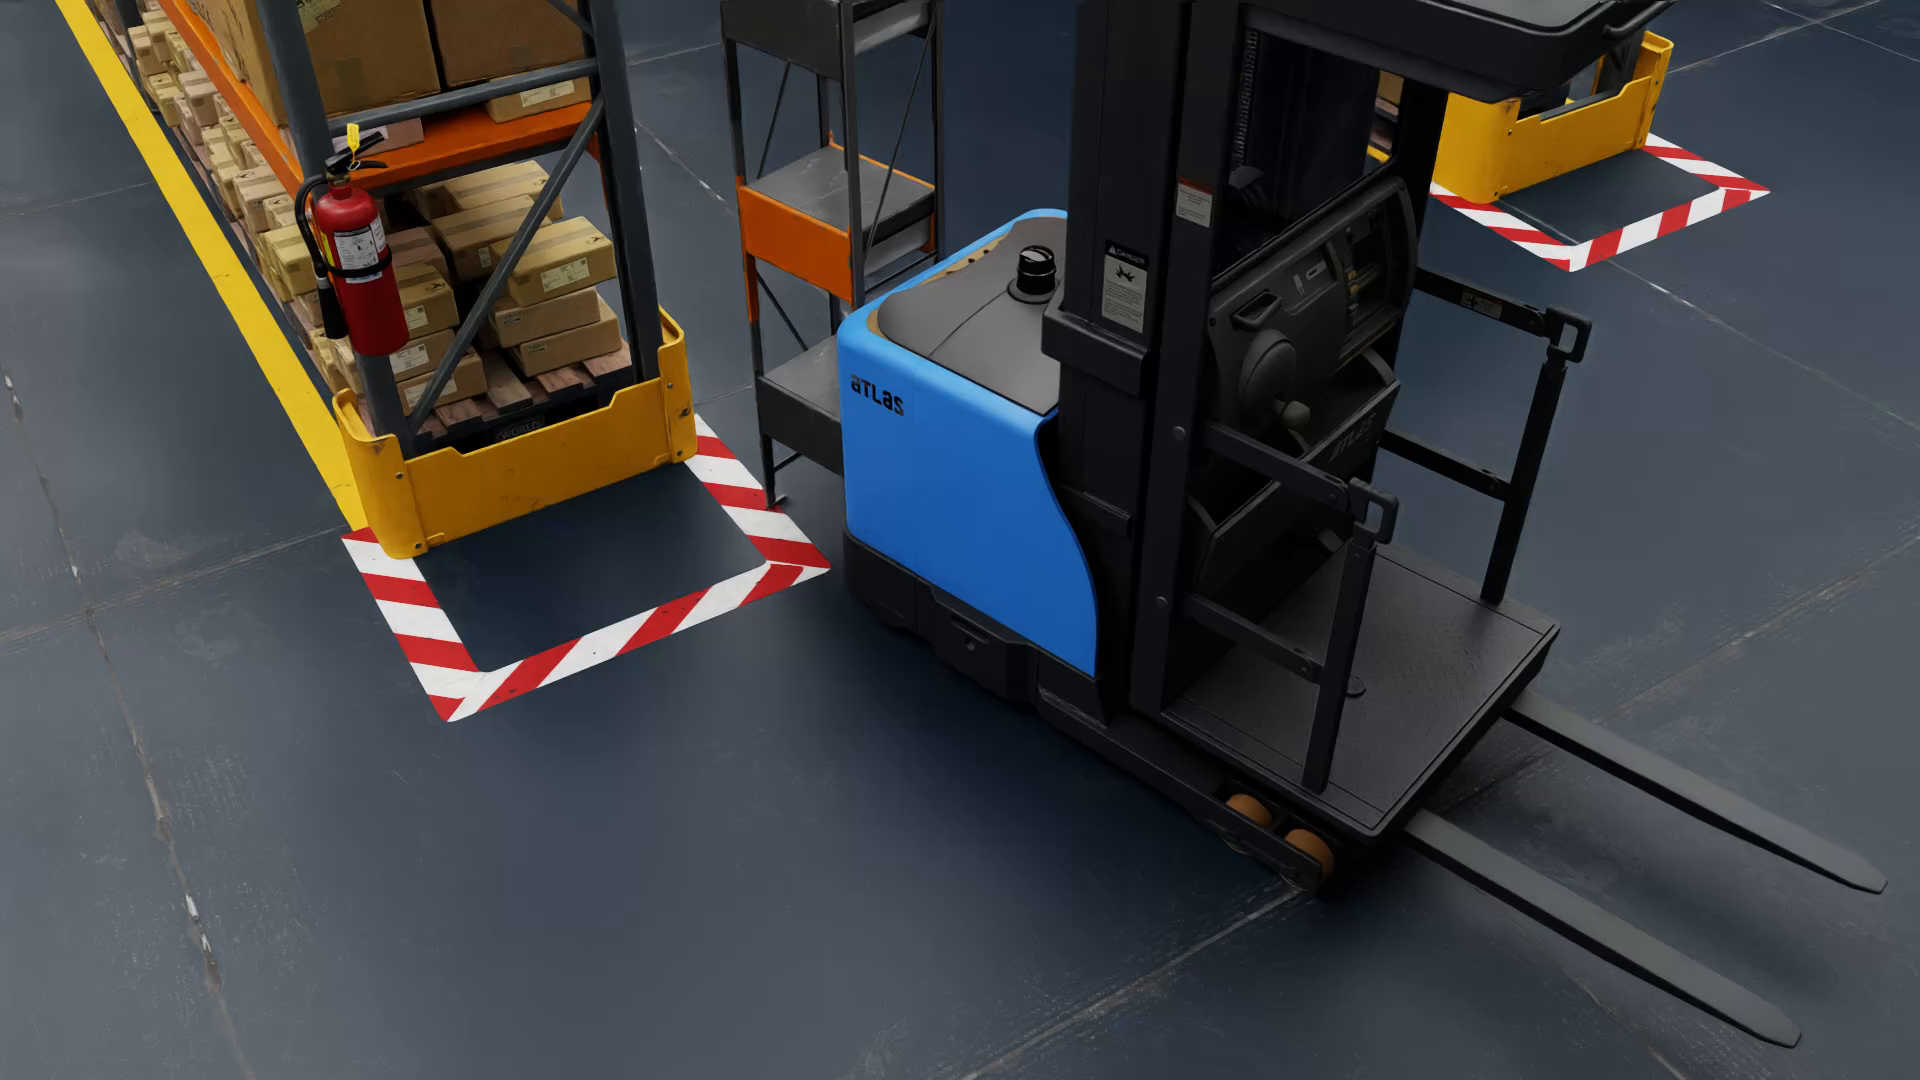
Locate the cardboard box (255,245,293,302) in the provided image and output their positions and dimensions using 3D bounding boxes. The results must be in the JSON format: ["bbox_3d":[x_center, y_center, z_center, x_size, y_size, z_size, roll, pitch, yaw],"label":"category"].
[{"bbox_3d":[-2.573,-1.122,6.652,0.380,0.149,0.250,-24,46,-26],"label":"cardboard box"}]

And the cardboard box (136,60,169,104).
[{"bbox_3d":[-3.713,-2.240,7.994,0.380,0.149,0.250,-24,46,-26],"label":"cardboard box"}]

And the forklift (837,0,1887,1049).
[{"bbox_3d":[1.063,-0.545,4.115,3.031,2.935,1.130,29,48,30],"label":"forklift"}]

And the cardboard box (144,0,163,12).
[{"bbox_3d":[-3.628,-2.519,7.864,0.380,0.149,0.250,-20,44,-23],"label":"cardboard box"}]

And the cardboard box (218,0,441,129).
[{"bbox_3d":[-1.946,-1.629,5.051,0.500,0.500,0.500,-21,44,-24],"label":"cardboard box"}]

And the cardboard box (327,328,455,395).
[{"bbox_3d":[-2.012,-0.689,5.901,0.380,0.149,0.250,-23,45,-25],"label":"cardboard box"}]

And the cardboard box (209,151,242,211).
[{"bbox_3d":[-2.876,-1.528,6.907,0.380,0.149,0.250,-22,44,-24],"label":"cardboard box"}]

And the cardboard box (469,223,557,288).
[{"bbox_3d":[-1.652,-1.041,6.323,0.380,0.149,0.250,-22,45,-25],"label":"cardboard box"}]

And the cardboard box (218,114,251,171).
[{"bbox_3d":[-2.809,-1.666,6.841,0.380,0.149,0.250,-22,45,-24],"label":"cardboard box"}]

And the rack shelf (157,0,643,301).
[{"bbox_3d":[-2.563,-2.125,6.519,1.077,0.370,4.000,-22,45,-24],"label":"rack shelf"}]

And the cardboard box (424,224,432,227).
[{"bbox_3d":[-2.111,-1.307,6.874,0.380,0.149,0.250,-22,45,-24],"label":"cardboard box"}]

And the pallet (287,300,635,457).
[{"bbox_3d":[-1.935,-0.743,6.476,1.003,0.211,1.213,-22,45,-24],"label":"pallet"}]

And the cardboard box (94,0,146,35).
[{"bbox_3d":[-4.249,-2.995,8.626,0.500,0.500,0.500,-23,45,-25],"label":"cardboard box"}]

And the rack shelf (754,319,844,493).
[{"bbox_3d":[-0.365,-0.363,5.661,0.480,0.518,0.431,29,48,30],"label":"rack shelf"}]

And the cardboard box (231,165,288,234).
[{"bbox_3d":[-2.596,-1.354,6.466,0.380,0.149,0.250,-21,44,-23],"label":"cardboard box"}]

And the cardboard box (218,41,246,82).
[{"bbox_3d":[-2.308,-1.712,5.657,0.380,0.149,0.250,-21,44,-23],"label":"cardboard box"}]

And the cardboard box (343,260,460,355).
[{"bbox_3d":[-1.986,-0.815,5.820,0.380,0.149,0.250,-22,44,-24],"label":"cardboard box"}]

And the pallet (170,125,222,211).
[{"bbox_3d":[-3.247,-2.060,8.057,1.003,0.211,1.213,-22,45,-24],"label":"pallet"}]

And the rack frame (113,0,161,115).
[{"bbox_3d":[-3.638,-3.481,7.585,1.000,3.000,0.127,-22,45,-24],"label":"rack frame"}]

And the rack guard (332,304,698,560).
[{"bbox_3d":[-1.528,-0.403,5.843,1.175,0.500,0.348,-22,45,-24],"label":"rack guard"}]

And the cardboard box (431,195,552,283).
[{"bbox_3d":[-1.732,-1.124,6.190,0.380,0.149,0.250,-21,44,-24],"label":"cardboard box"}]

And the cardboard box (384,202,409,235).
[{"bbox_3d":[-2.351,-1.150,6.453,0.380,0.149,0.250,-23,45,-25],"label":"cardboard box"}]

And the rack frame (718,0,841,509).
[{"bbox_3d":[-0.549,-1.015,5.327,0.015,2.100,0.400,29,48,30],"label":"rack frame"}]

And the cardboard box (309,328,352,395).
[{"bbox_3d":[-2.170,-0.705,6.151,0.380,0.149,0.250,-21,44,-23],"label":"cardboard box"}]

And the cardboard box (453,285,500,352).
[{"bbox_3d":[-1.709,-0.894,6.379,0.380,0.149,0.250,-22,45,-25],"label":"cardboard box"}]

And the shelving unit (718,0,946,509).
[{"bbox_3d":[-0.365,-0.912,5.204,0.503,2.100,0.431,29,48,30],"label":"shelving unit"}]

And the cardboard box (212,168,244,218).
[{"bbox_3d":[-2.981,-1.554,7.171,0.380,0.149,0.250,-23,45,-26],"label":"cardboard box"}]

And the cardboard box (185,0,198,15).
[{"bbox_3d":[-2.499,-2.179,5.711,0.500,0.500,0.500,-22,45,-24],"label":"cardboard box"}]

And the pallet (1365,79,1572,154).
[{"bbox_3d":[2.253,-2.308,8.355,1.003,0.211,1.213,-22,45,-24],"label":"pallet"}]

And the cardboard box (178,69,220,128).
[{"bbox_3d":[-3.125,-1.932,7.159,0.380,0.149,0.250,-21,44,-24],"label":"cardboard box"}]

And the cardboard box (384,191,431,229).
[{"bbox_3d":[-2.128,-1.429,6.788,0.380,0.149,0.250,-24,46,-26],"label":"cardboard box"}]

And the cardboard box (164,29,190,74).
[{"bbox_3d":[-3.352,-2.230,7.517,0.380,0.149,0.250,-23,45,-25],"label":"cardboard box"}]

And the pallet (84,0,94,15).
[{"bbox_3d":[-4.718,-3.489,9.772,1.003,0.211,1.213,-22,45,-24],"label":"pallet"}]

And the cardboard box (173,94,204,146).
[{"bbox_3d":[-3.393,-1.980,7.682,0.380,0.149,0.250,-22,45,-25],"label":"cardboard box"}]

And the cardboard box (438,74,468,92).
[{"bbox_3d":[-1.557,-1.637,5.567,0.380,0.149,0.250,-21,44,-23],"label":"cardboard box"}]

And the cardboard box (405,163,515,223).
[{"bbox_3d":[-1.963,-1.410,6.533,0.380,0.149,0.250,-24,46,-26],"label":"cardboard box"}]

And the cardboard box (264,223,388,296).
[{"bbox_3d":[-2.319,-1.067,6.121,0.380,0.149,0.250,-23,45,-25],"label":"cardboard box"}]

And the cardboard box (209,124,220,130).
[{"bbox_3d":[-3.069,-1.828,7.267,0.380,0.149,0.250,-20,44,-22],"label":"cardboard box"}]

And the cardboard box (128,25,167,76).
[{"bbox_3d":[-3.713,-2.356,7.901,0.380,0.149,0.250,-20,44,-22],"label":"cardboard box"}]
